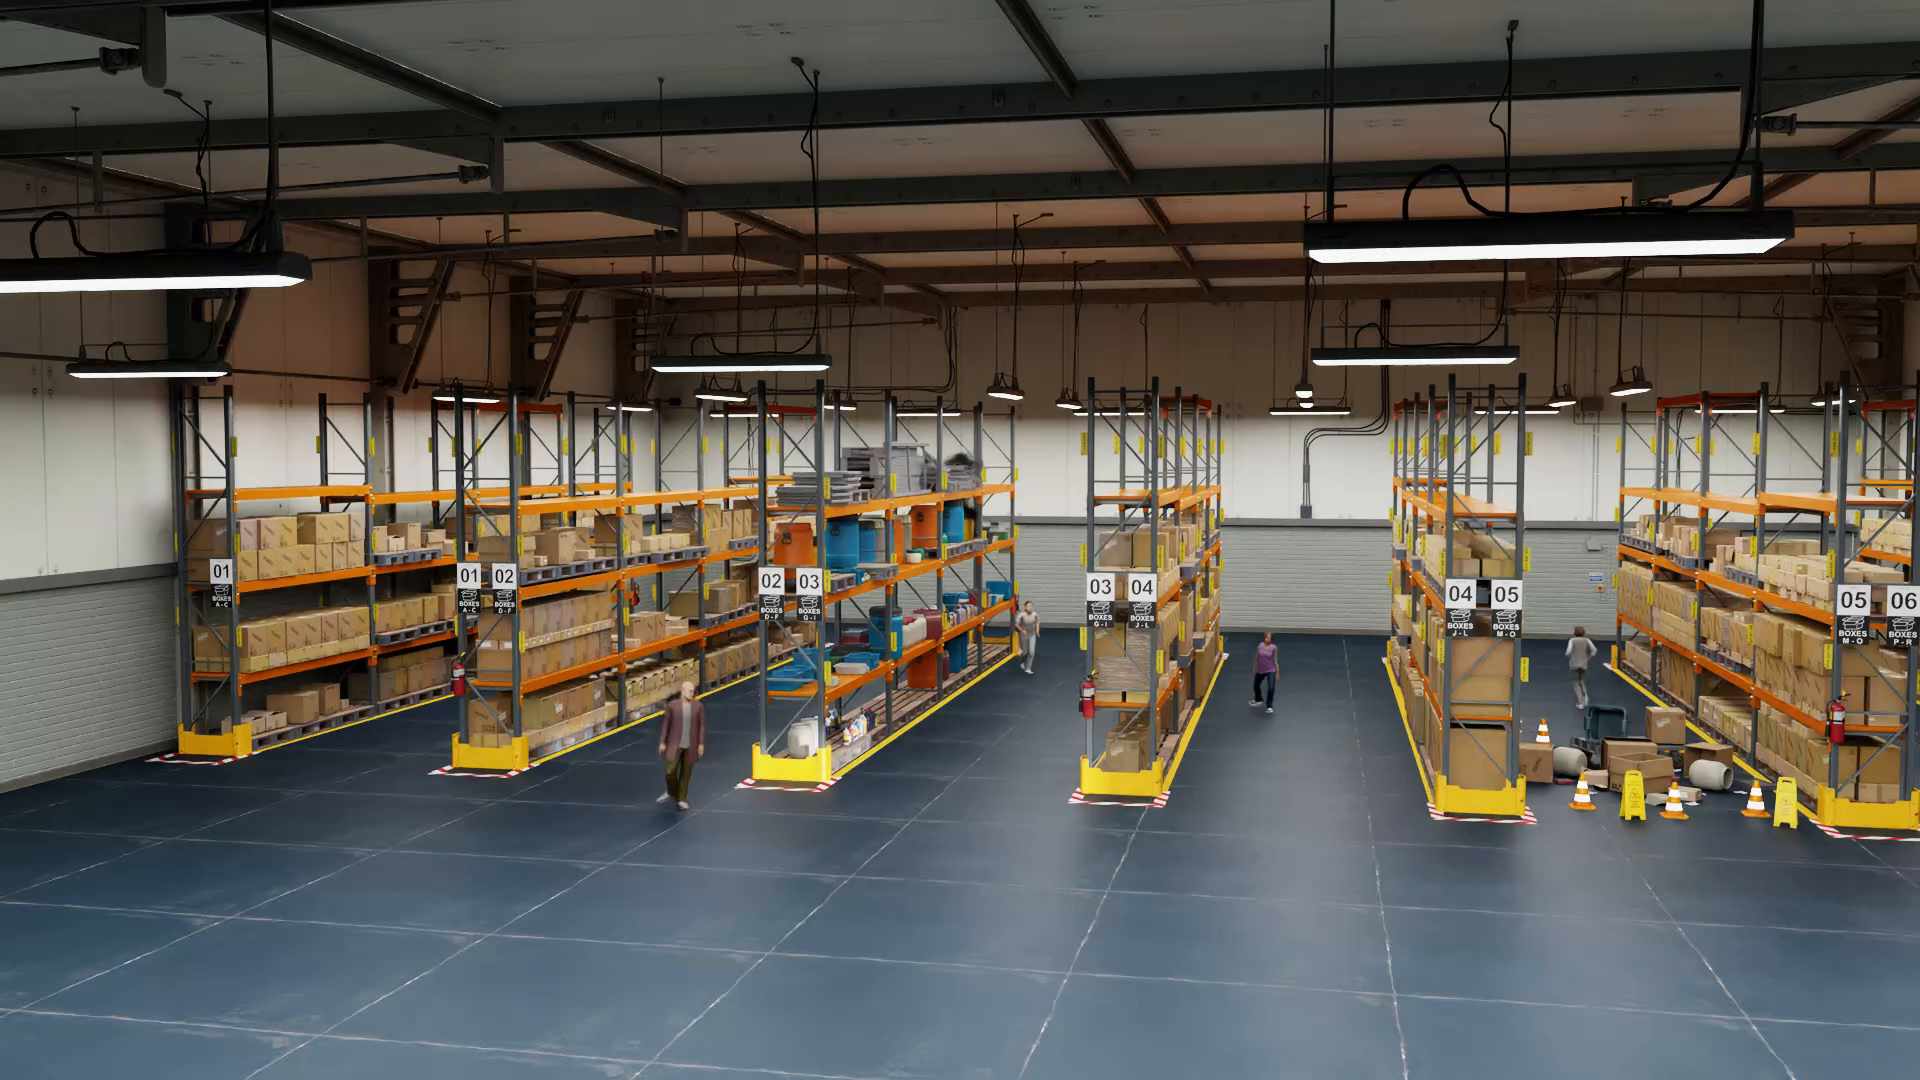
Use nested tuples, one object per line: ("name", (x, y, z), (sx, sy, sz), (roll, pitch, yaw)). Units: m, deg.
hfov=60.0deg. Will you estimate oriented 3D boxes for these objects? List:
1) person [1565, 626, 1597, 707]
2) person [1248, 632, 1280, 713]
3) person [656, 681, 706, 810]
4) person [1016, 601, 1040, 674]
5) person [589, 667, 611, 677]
("person", (11.879, 2.419, 31.917), (0.545, 1.564, 0.606), (0, 3, 1))
("person", (5.720, 2.473, 31.480), (0.707, 1.517, 0.670), (2, 4, 32))
("person", (-3.836, 2.823, 22.895), (0.674, 1.765, 0.529), (-1, 3, -18))
("person", (1.487, 2.144, 36.847), (0.564, 1.618, 0.732), (-1, 3, -11))
("person", (-7.551, 2.251, 34.581), (0.643, 1.690, 0.909), (0, 3, 6))
